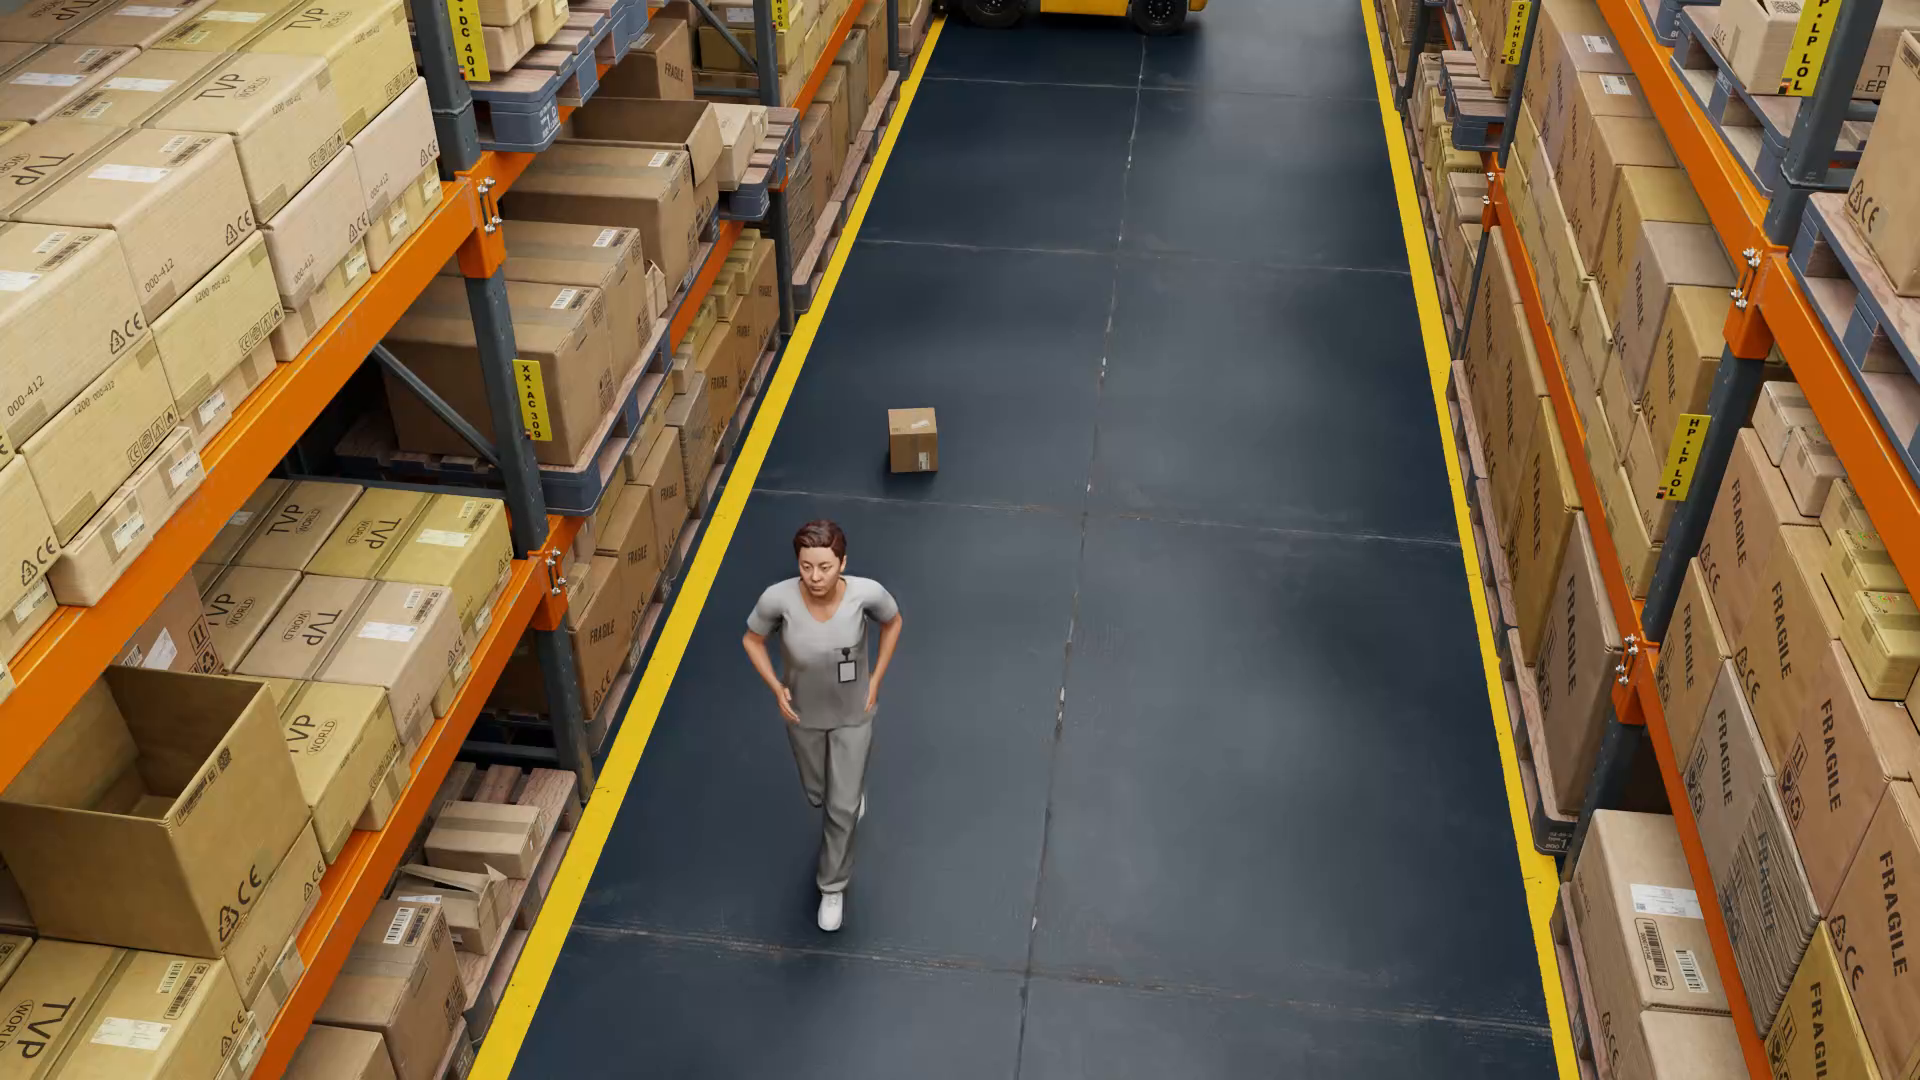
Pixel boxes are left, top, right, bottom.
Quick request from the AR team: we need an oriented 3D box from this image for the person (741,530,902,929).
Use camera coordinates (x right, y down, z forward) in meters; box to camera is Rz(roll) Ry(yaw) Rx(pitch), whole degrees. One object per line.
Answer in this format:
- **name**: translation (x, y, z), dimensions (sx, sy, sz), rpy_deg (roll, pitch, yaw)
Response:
- **person**: translation (-0.502, 0.655, 6.173), dimensions (0.583, 1.648, 0.660), rpy_deg (0, 36, 0)
